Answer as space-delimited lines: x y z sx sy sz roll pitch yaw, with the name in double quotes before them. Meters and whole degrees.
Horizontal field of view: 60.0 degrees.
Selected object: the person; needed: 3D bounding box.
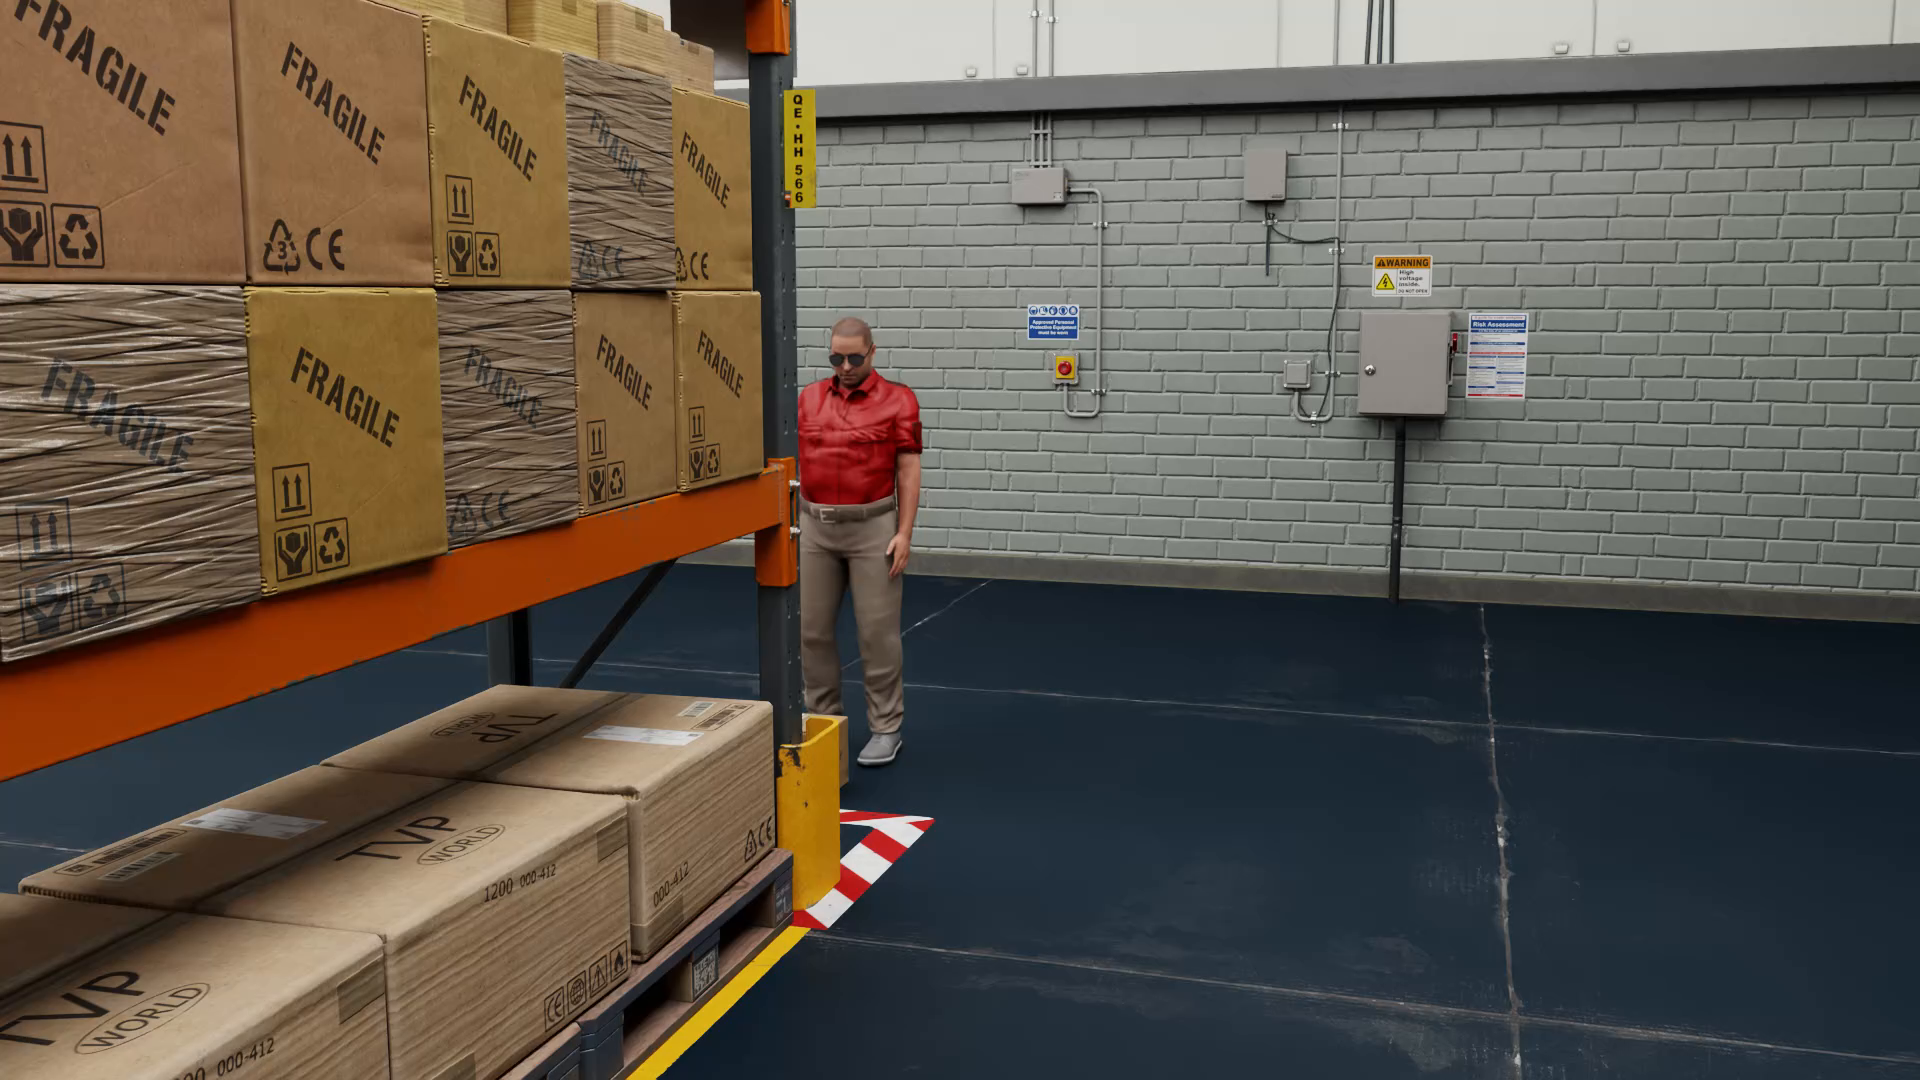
"person" -0.410 0.001 6.450 0.534 1.719 0.356 3 9 17
